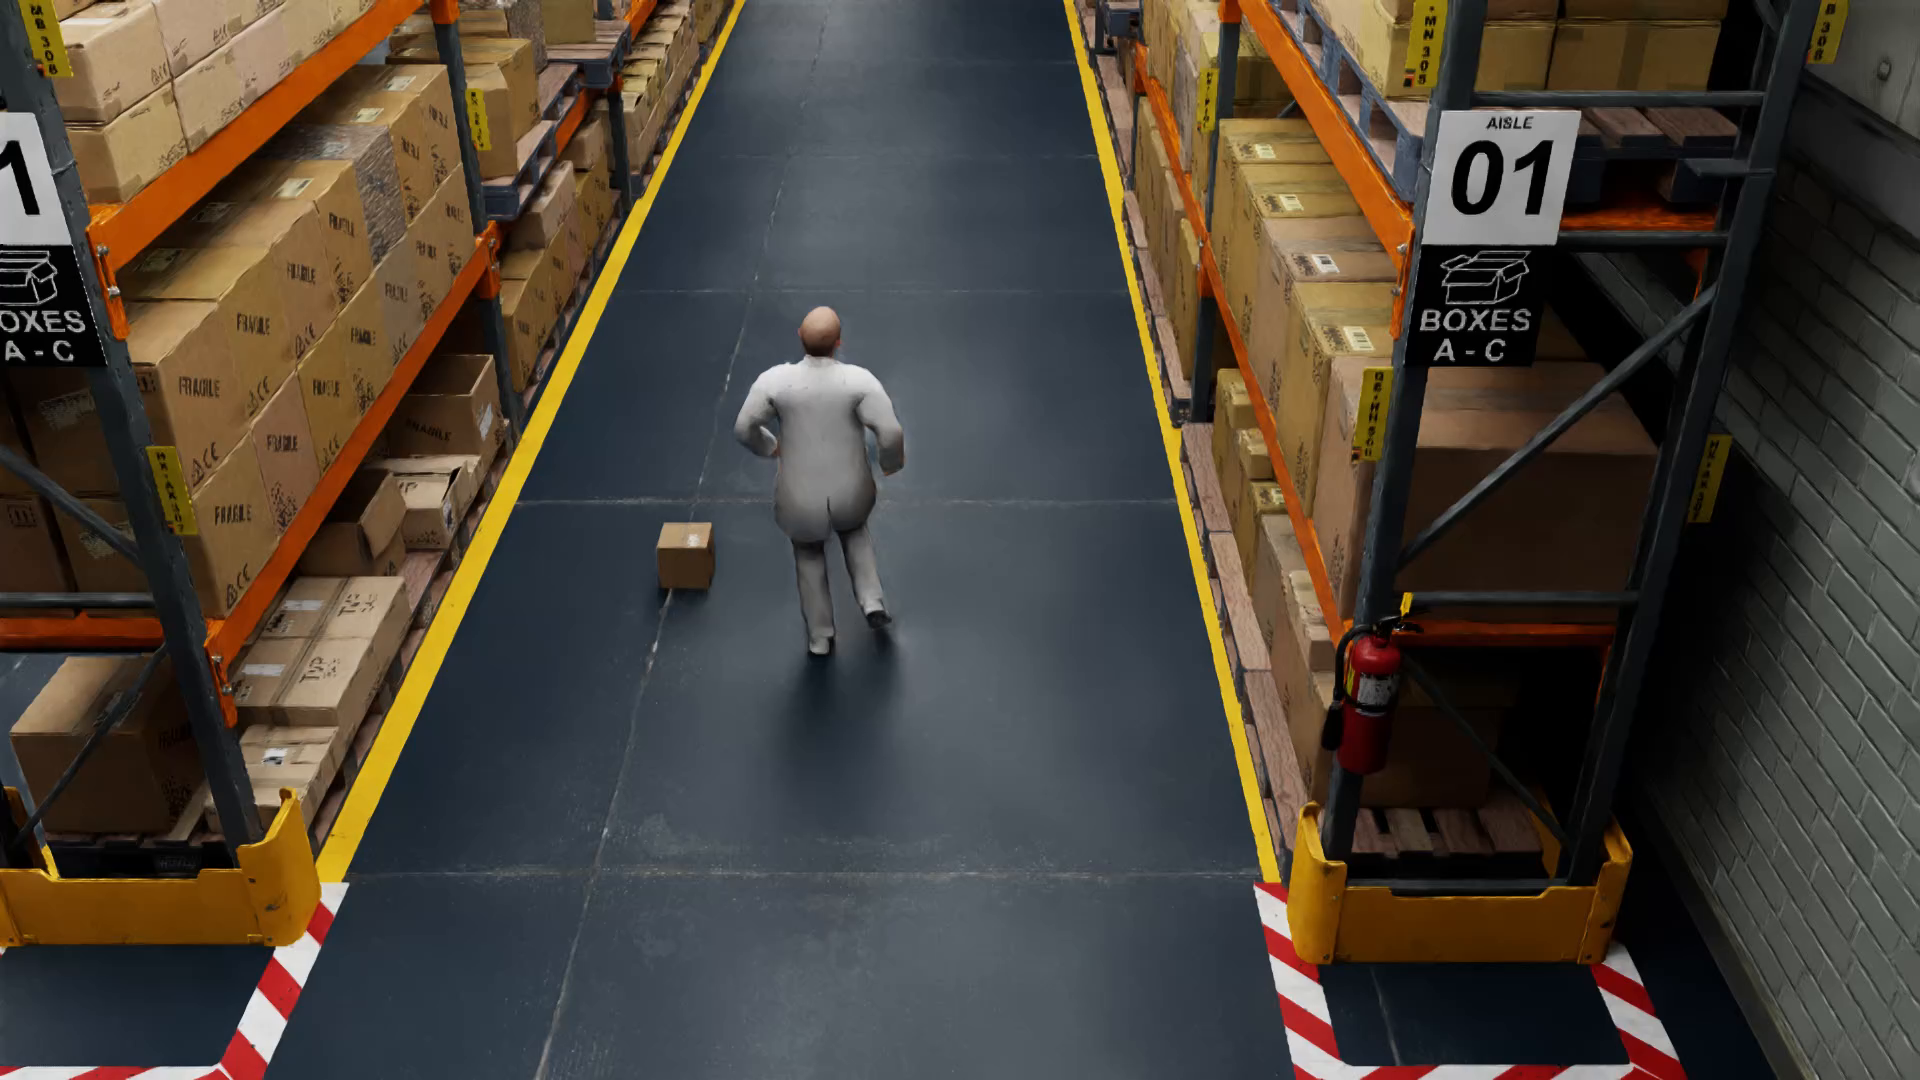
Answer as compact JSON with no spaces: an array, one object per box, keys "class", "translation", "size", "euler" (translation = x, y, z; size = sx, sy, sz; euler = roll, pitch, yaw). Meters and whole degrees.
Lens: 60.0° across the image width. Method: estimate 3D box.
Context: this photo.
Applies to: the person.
[{"class":"person","translation":[-0.637,-0.277,7.638],"size":[0.764,1.743,0.535],"euler":[-6,32,-9]}]
